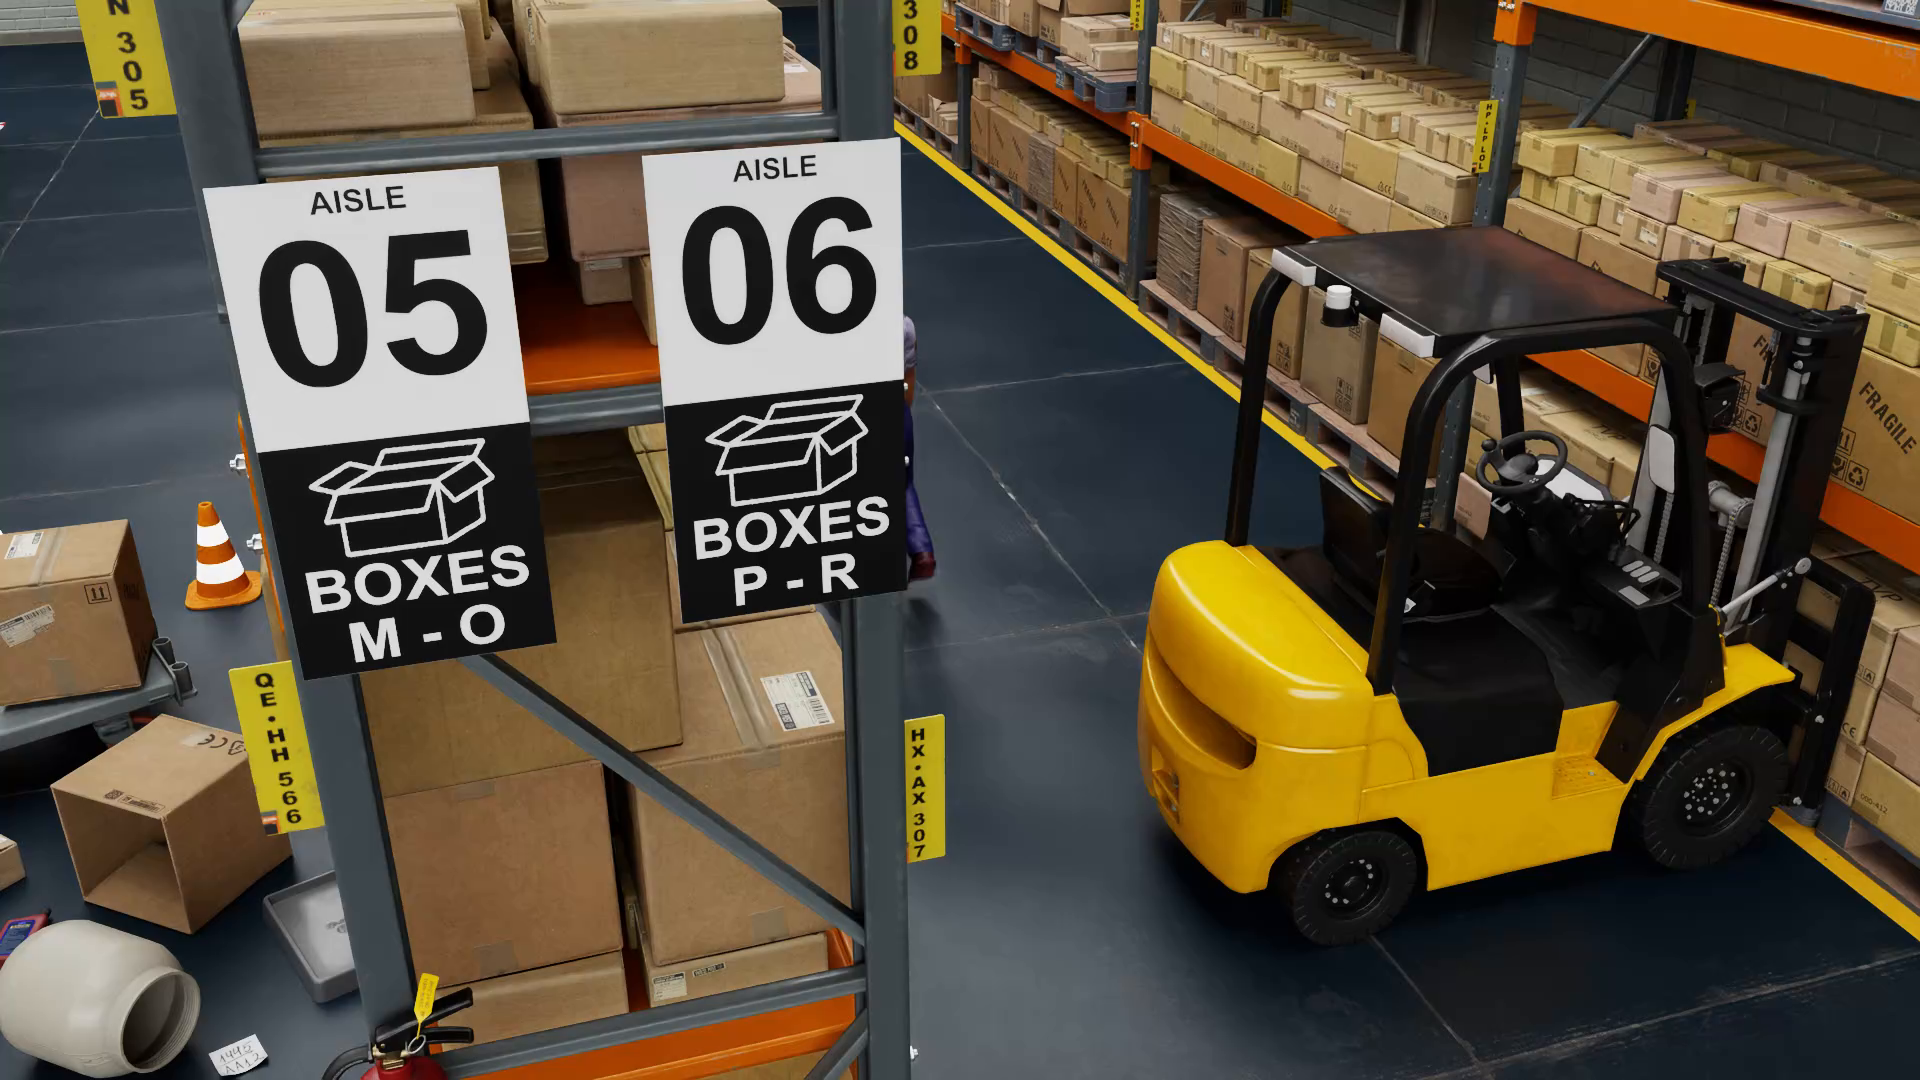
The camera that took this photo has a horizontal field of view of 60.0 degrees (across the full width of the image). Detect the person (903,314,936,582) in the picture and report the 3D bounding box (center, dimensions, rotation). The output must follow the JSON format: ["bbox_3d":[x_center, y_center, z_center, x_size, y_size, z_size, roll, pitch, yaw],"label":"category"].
[{"bbox_3d":[-0.431,-0.518,7.655,0.491,1.609,0.752,-11,28,-21],"label":"person"}]
